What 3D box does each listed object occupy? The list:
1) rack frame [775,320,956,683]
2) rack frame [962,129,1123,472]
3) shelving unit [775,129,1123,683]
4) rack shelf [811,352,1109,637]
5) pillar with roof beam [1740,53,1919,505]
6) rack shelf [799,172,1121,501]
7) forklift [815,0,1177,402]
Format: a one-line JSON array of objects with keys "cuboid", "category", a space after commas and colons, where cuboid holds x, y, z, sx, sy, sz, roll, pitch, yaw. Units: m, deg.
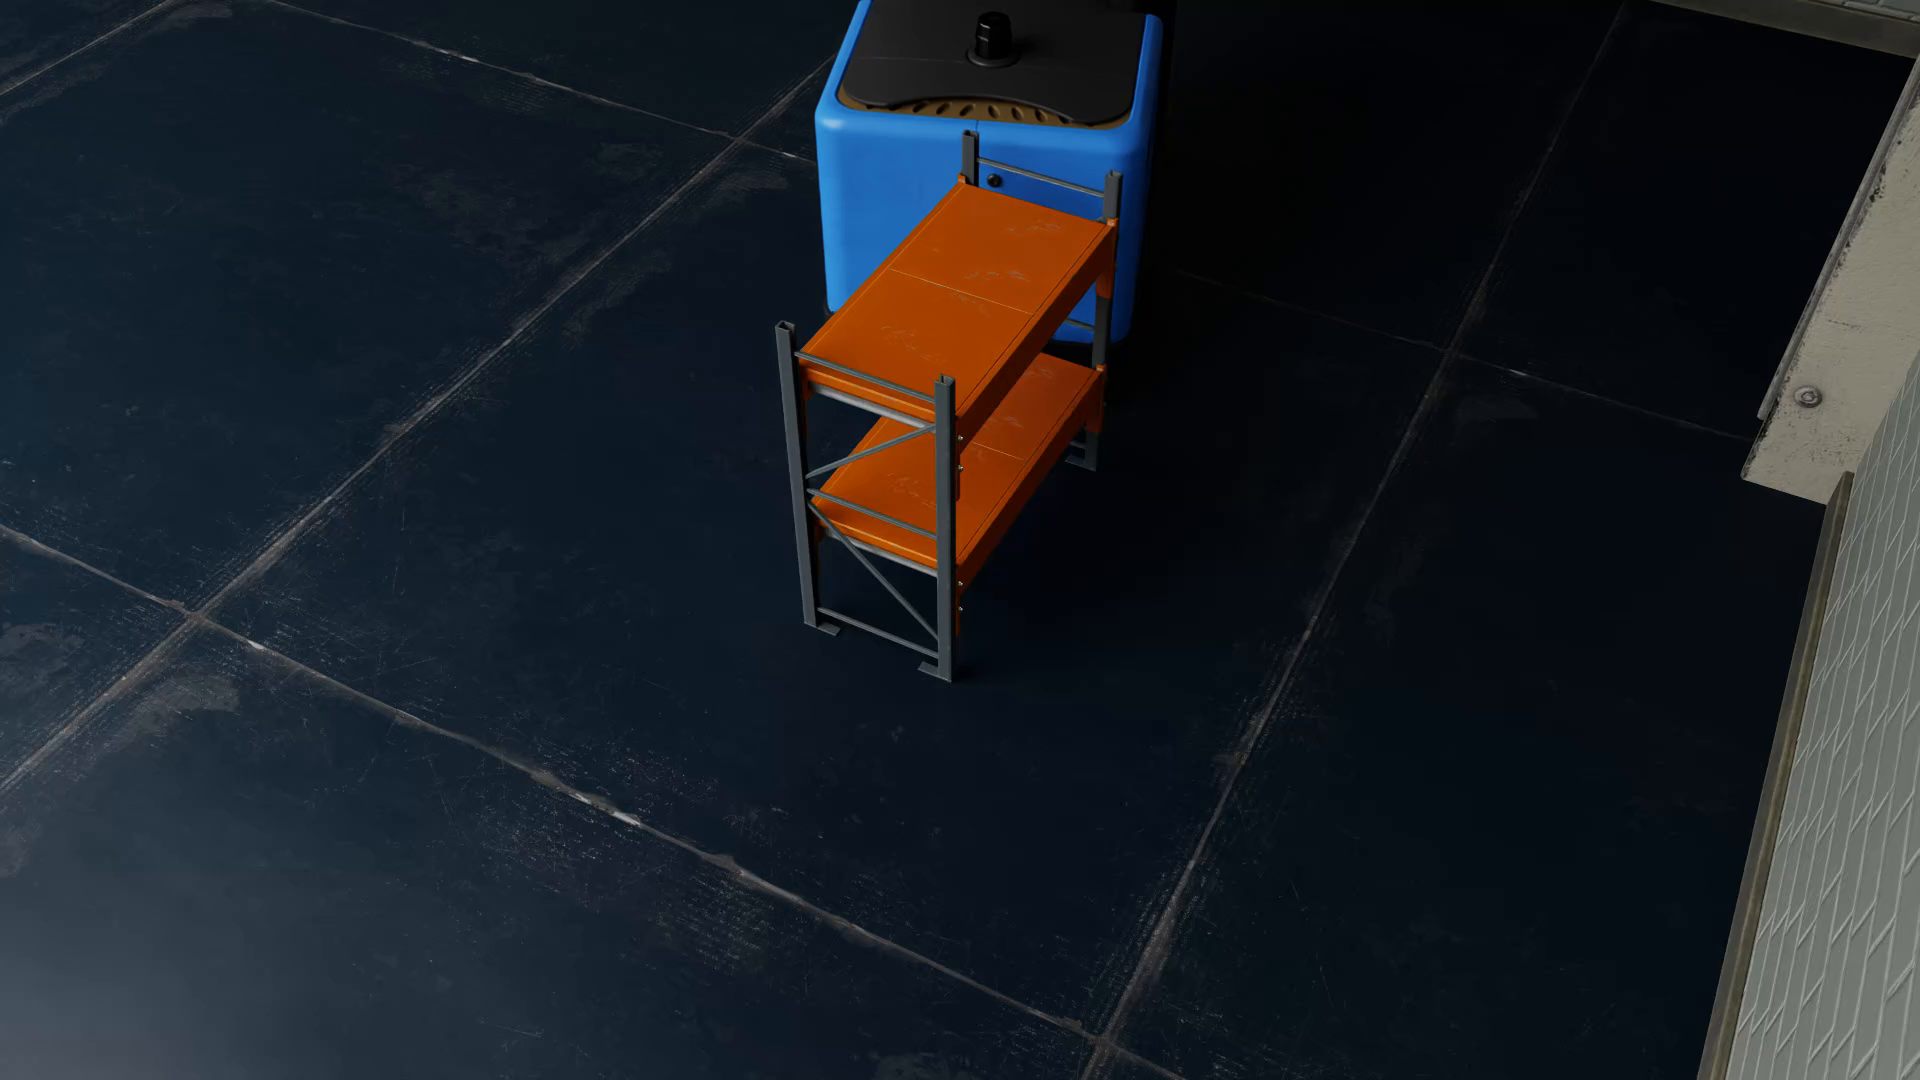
[{"cuboid": [-0.239, -0.071, 4.529, 0.500, 1.125, 0.032, 20, 49, 19], "category": "rack frame"}, {"cuboid": [0.233, -0.711, 5.162, 0.500, 1.125, 0.032, 20, 49, 19], "category": "rack frame"}, {"cuboid": [-0.003, -0.391, 4.846, 0.538, 1.125, 1.048, 20, 49, 19], "category": "shelving unit"}, {"cuboid": [-0.003, -0.219, 5.020, 0.538, 0.278, 1.000, 20, 49, 19], "category": "rack shelf"}, {"cuboid": [-1.028, -4.862, 3.728, 9.100, 9.000, 0.400, 20, 49, 19], "category": "pillar with roof beam"}, {"cuboid": [-0.003, -0.597, 4.638, 0.538, 0.278, 1.000, 20, 49, 19], "category": "rack shelf"}, {"cuboid": [0.271, -2.551, 5.711, 1.130, 2.935, 3.031, 6, 46, 6], "category": "forklift"}]
